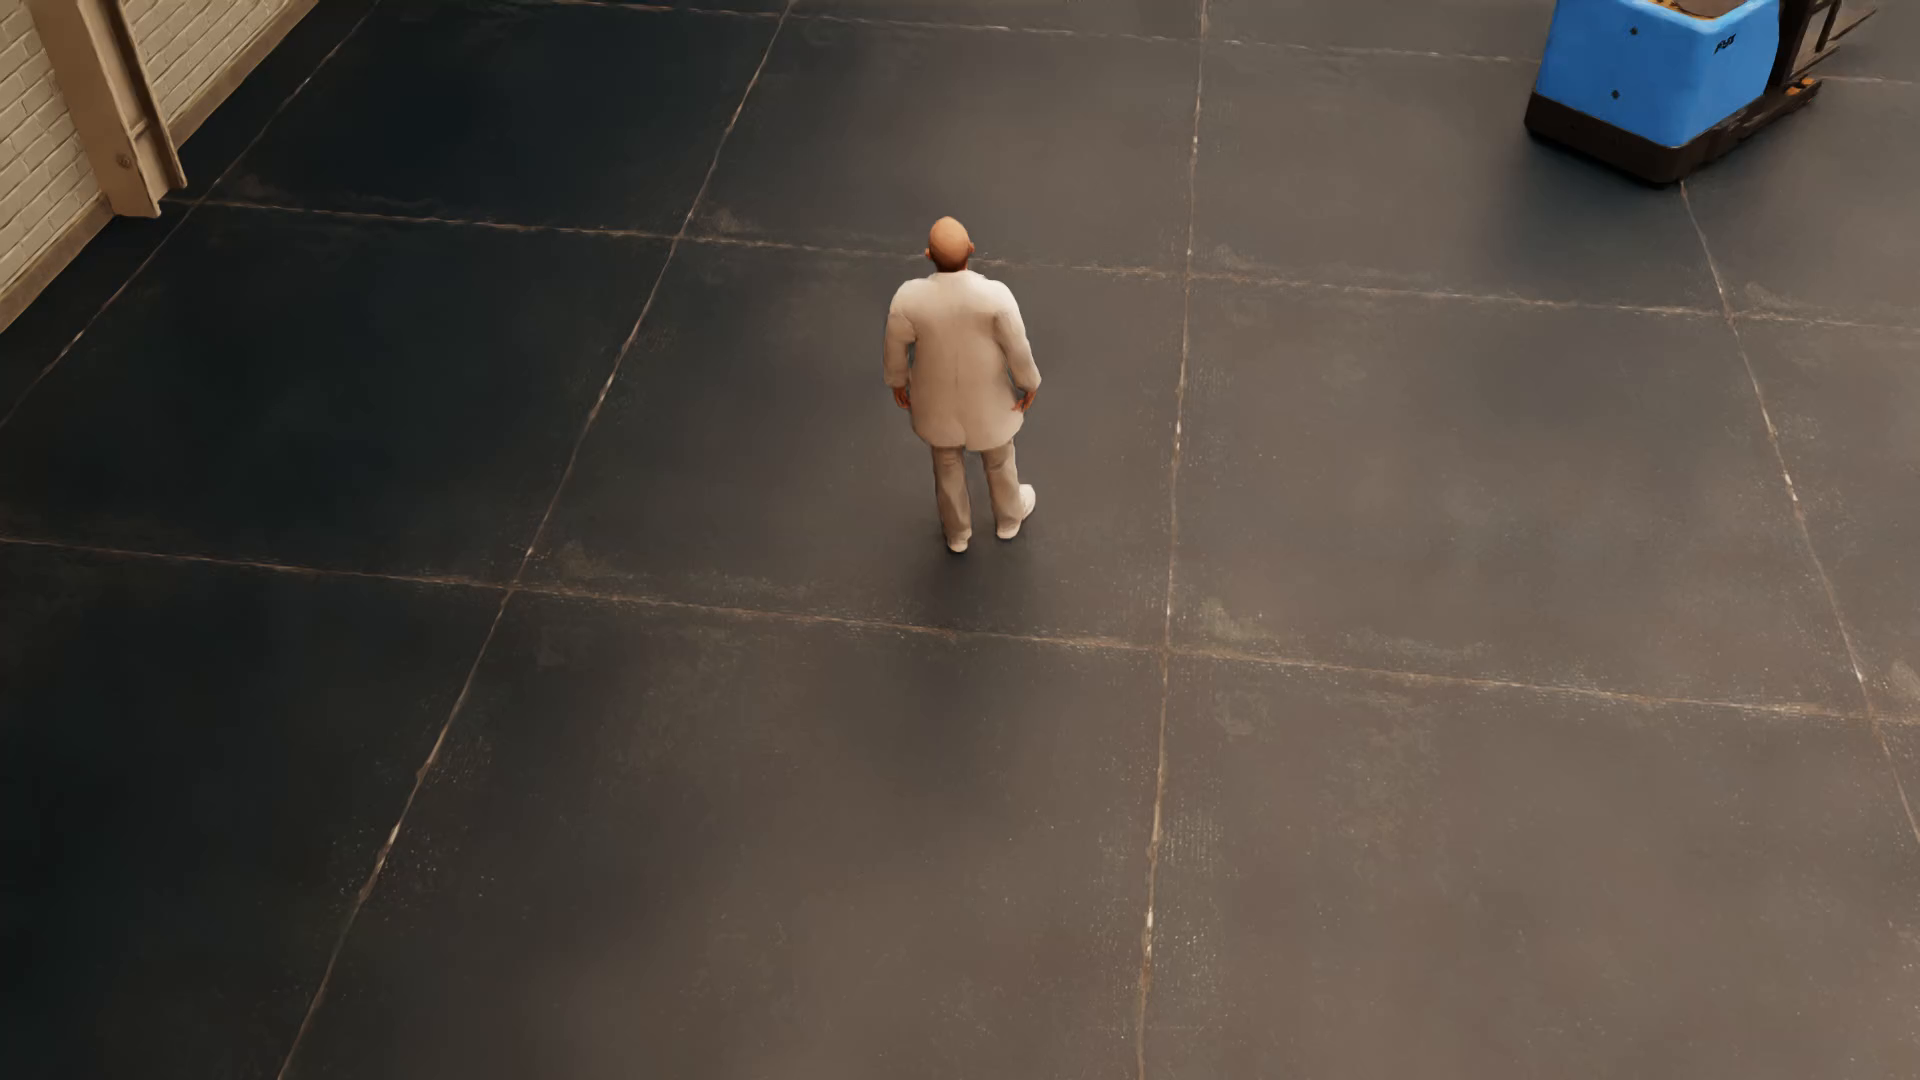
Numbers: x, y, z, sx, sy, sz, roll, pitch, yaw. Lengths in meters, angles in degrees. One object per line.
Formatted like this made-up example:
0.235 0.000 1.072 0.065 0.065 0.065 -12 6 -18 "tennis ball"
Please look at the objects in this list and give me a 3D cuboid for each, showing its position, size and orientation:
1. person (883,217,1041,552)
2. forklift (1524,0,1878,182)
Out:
0.017 -0.720 7.351 0.694 1.776 0.579 5 43 6 "person"
5.065 -4.129 10.219 3.031 2.935 1.130 -31 51 -29 "forklift"
